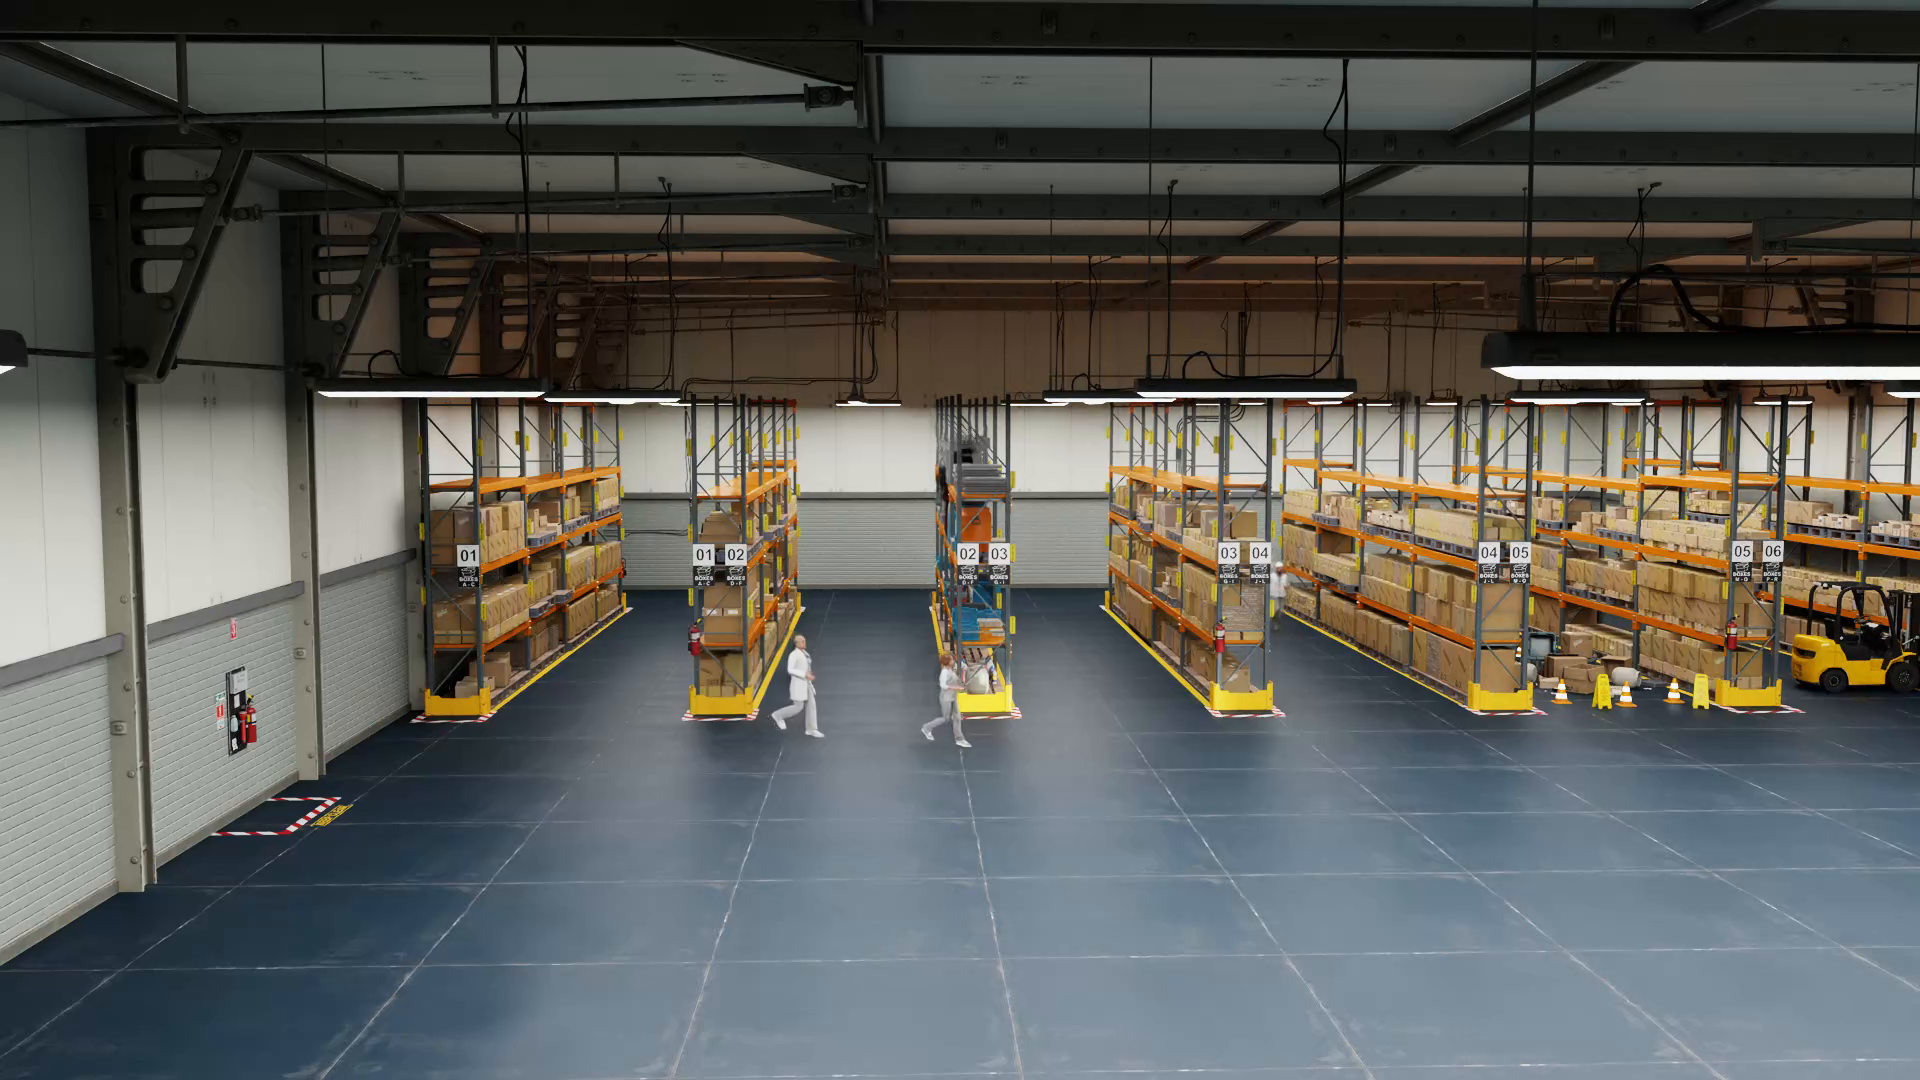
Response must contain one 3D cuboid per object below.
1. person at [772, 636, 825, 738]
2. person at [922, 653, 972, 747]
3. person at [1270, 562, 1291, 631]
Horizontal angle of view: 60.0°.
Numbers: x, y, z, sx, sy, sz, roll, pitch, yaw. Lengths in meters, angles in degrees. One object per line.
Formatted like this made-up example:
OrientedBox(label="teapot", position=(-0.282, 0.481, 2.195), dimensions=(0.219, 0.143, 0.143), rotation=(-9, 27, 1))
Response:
OrientedBox(label="person", position=(-2.823, 2.557, 29.102), dimensions=(0.984, 1.788, 0.726), rotation=(2, 5, 20))
OrientedBox(label="person", position=(-0.224, 2.752, 28.126), dimensions=(0.872, 1.499, 0.540), rotation=(1, 5, 17))
OrientedBox(label="person", position=(8.231, 1.461, 43.001), dimensions=(0.620, 1.800, 0.811), rotation=(-1, 5, -6))
